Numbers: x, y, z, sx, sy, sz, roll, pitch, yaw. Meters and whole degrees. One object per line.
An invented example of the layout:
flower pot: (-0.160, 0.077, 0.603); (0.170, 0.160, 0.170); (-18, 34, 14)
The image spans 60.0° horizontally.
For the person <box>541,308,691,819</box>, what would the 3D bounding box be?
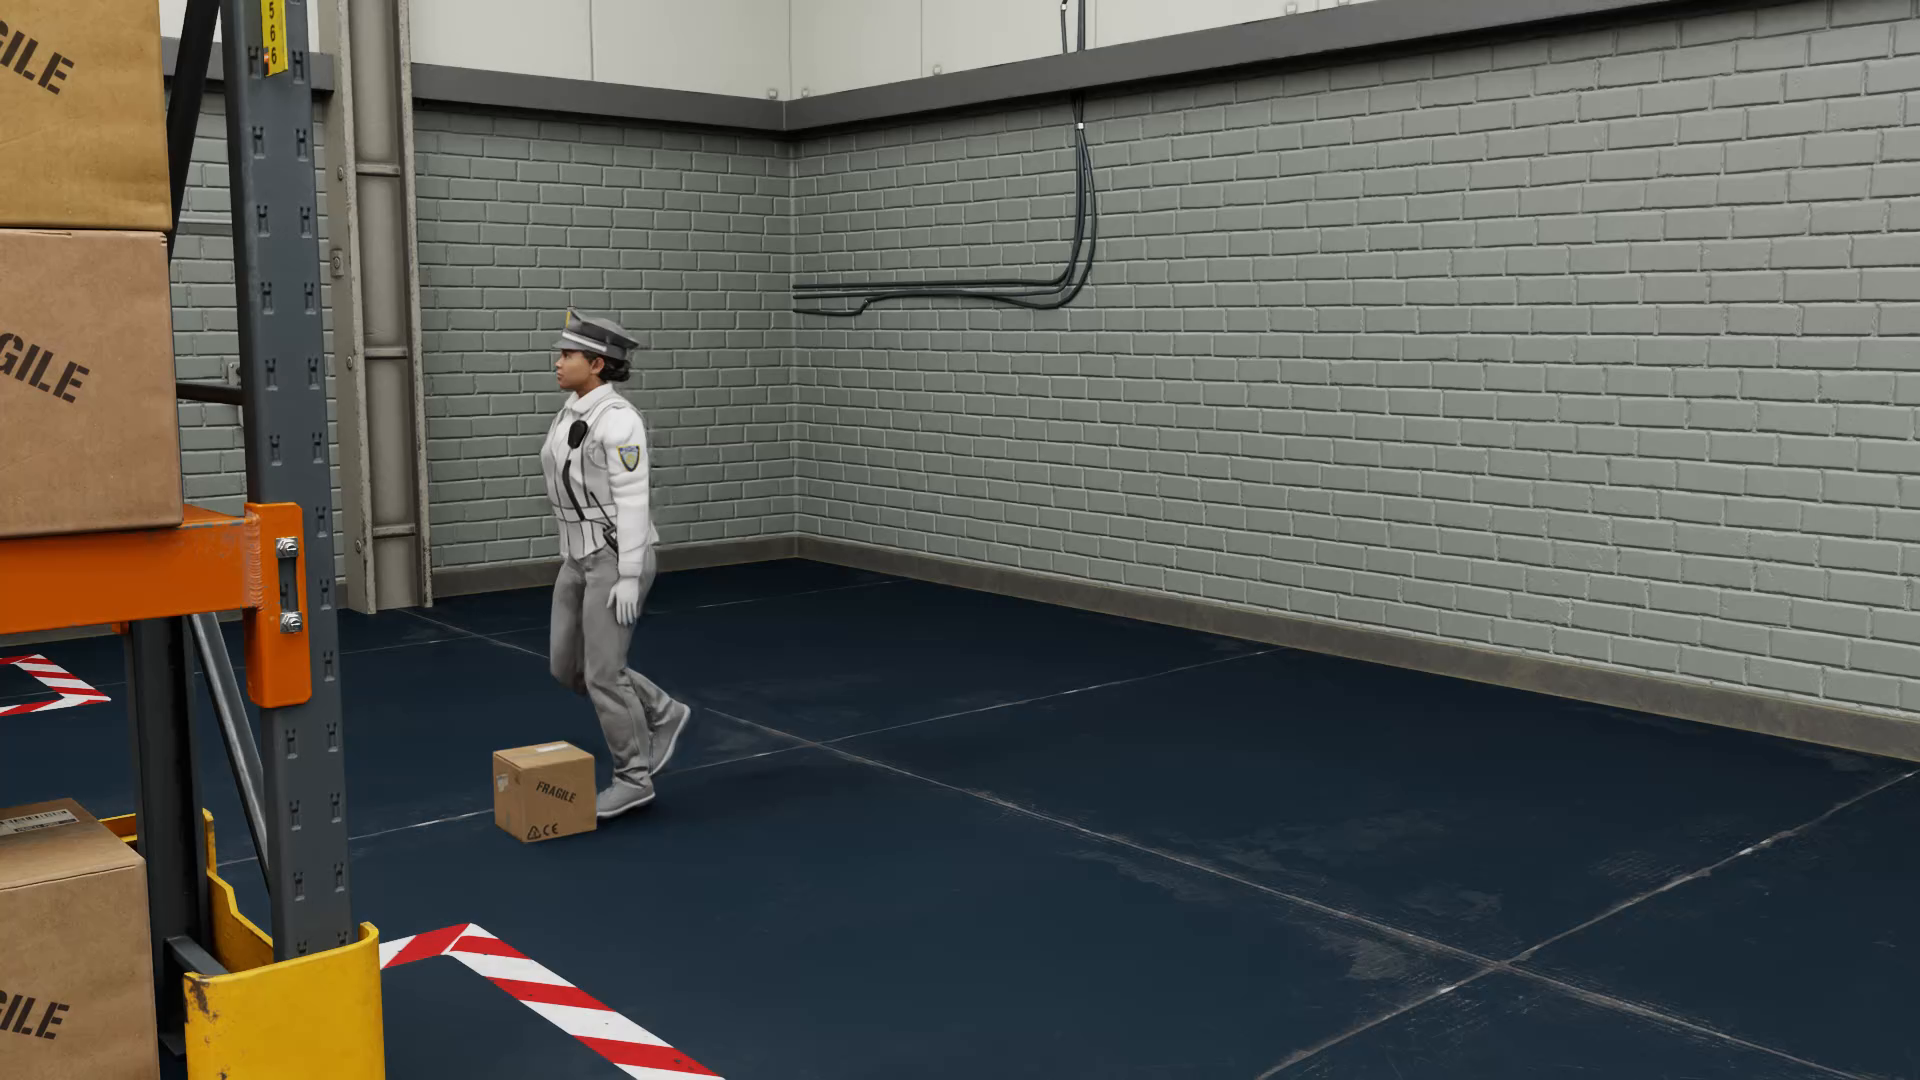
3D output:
person: (-1.121, 0.069, 5.582); (0.530, 1.678, 0.519); (-5, 9, -34)
